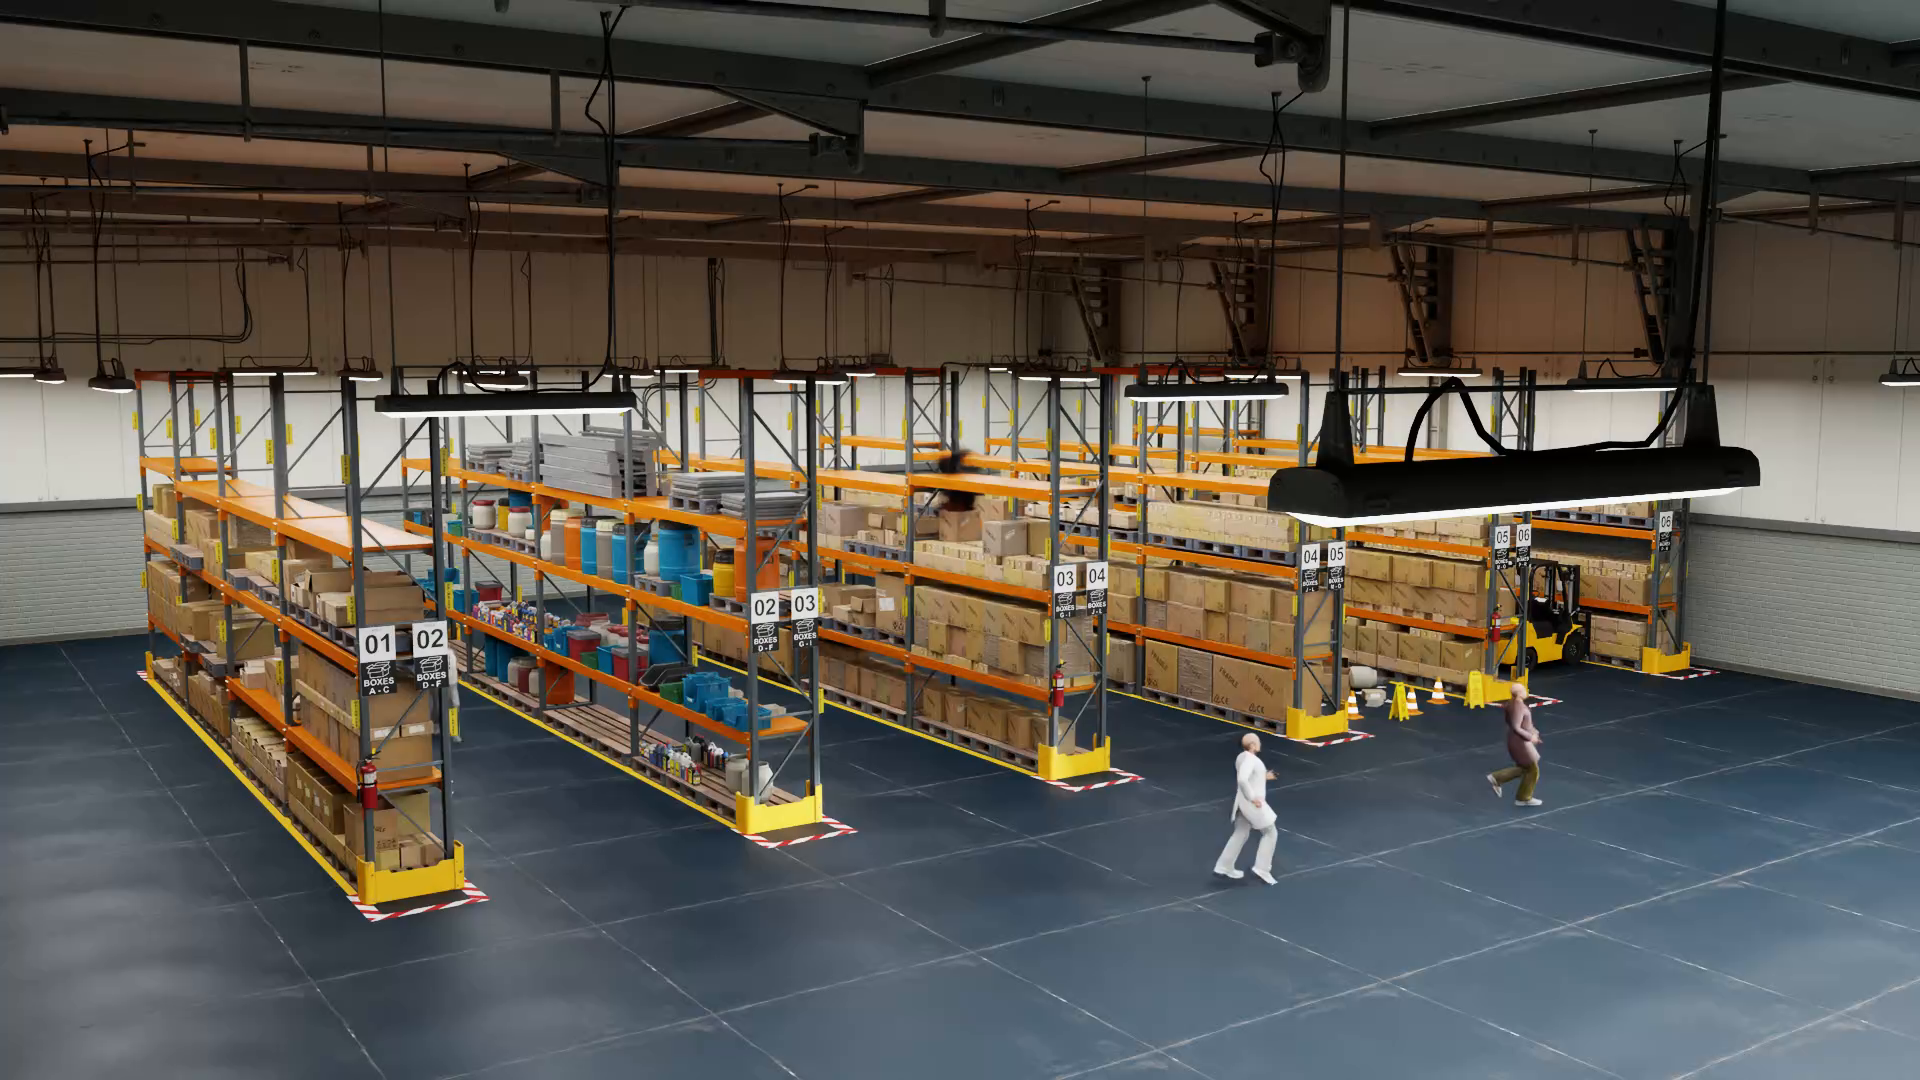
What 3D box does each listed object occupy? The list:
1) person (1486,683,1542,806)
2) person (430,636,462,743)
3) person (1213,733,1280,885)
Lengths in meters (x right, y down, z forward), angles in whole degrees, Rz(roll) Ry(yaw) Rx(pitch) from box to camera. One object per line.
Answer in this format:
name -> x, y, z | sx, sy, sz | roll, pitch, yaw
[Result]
person -> 7.772, 2.894, 23.224 | 0.754, 1.647, 0.713 | 1, 6, 5
person -> -8.458, 2.389, 27.199 | 0.643, 1.836, 0.801 | -5, 8, -39
person -> 3.455, 3.221, 19.861 | 0.857, 1.850, 0.684 | -2, 7, -15
